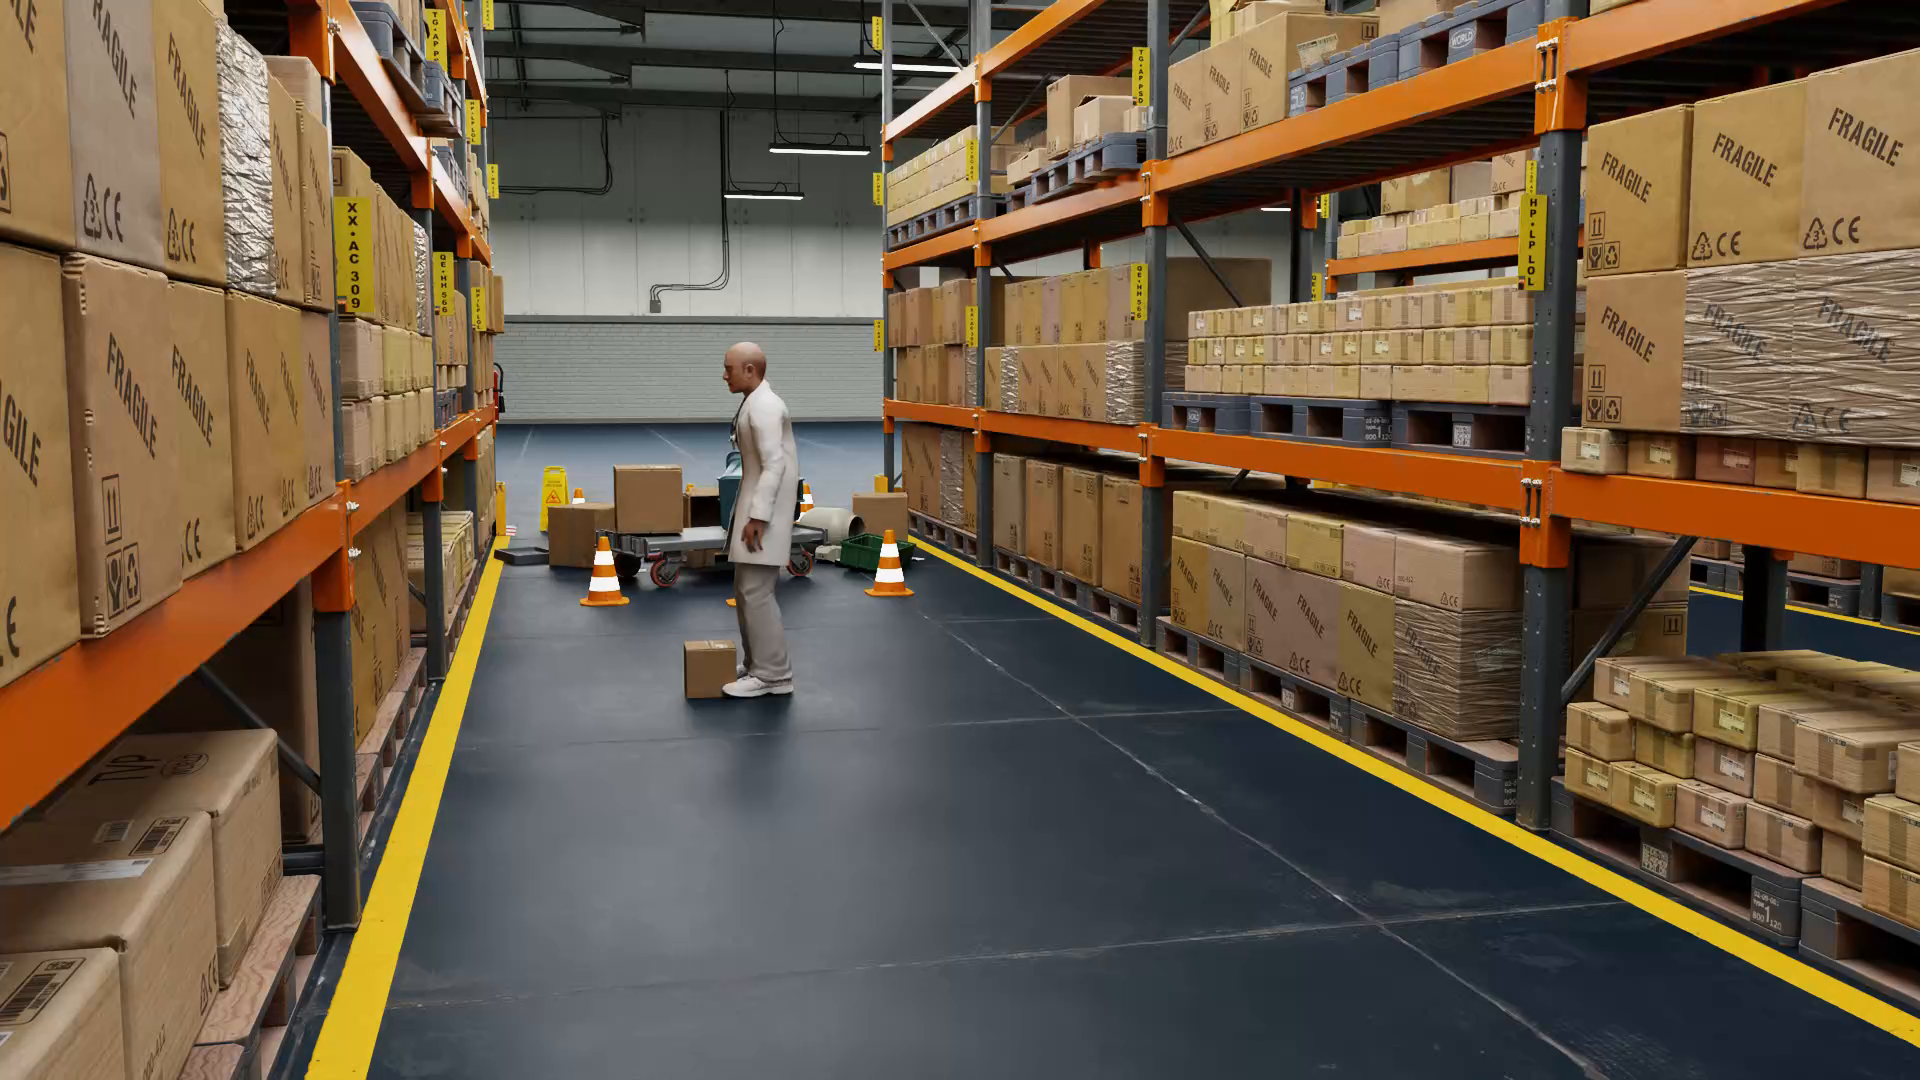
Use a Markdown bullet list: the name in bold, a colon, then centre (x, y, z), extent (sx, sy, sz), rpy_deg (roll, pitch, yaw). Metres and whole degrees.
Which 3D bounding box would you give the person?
- **person**: centre (-1.033, -0.111, 8.437), extent (0.425, 1.774, 0.644), rpy_deg (-1, 6, -13)
